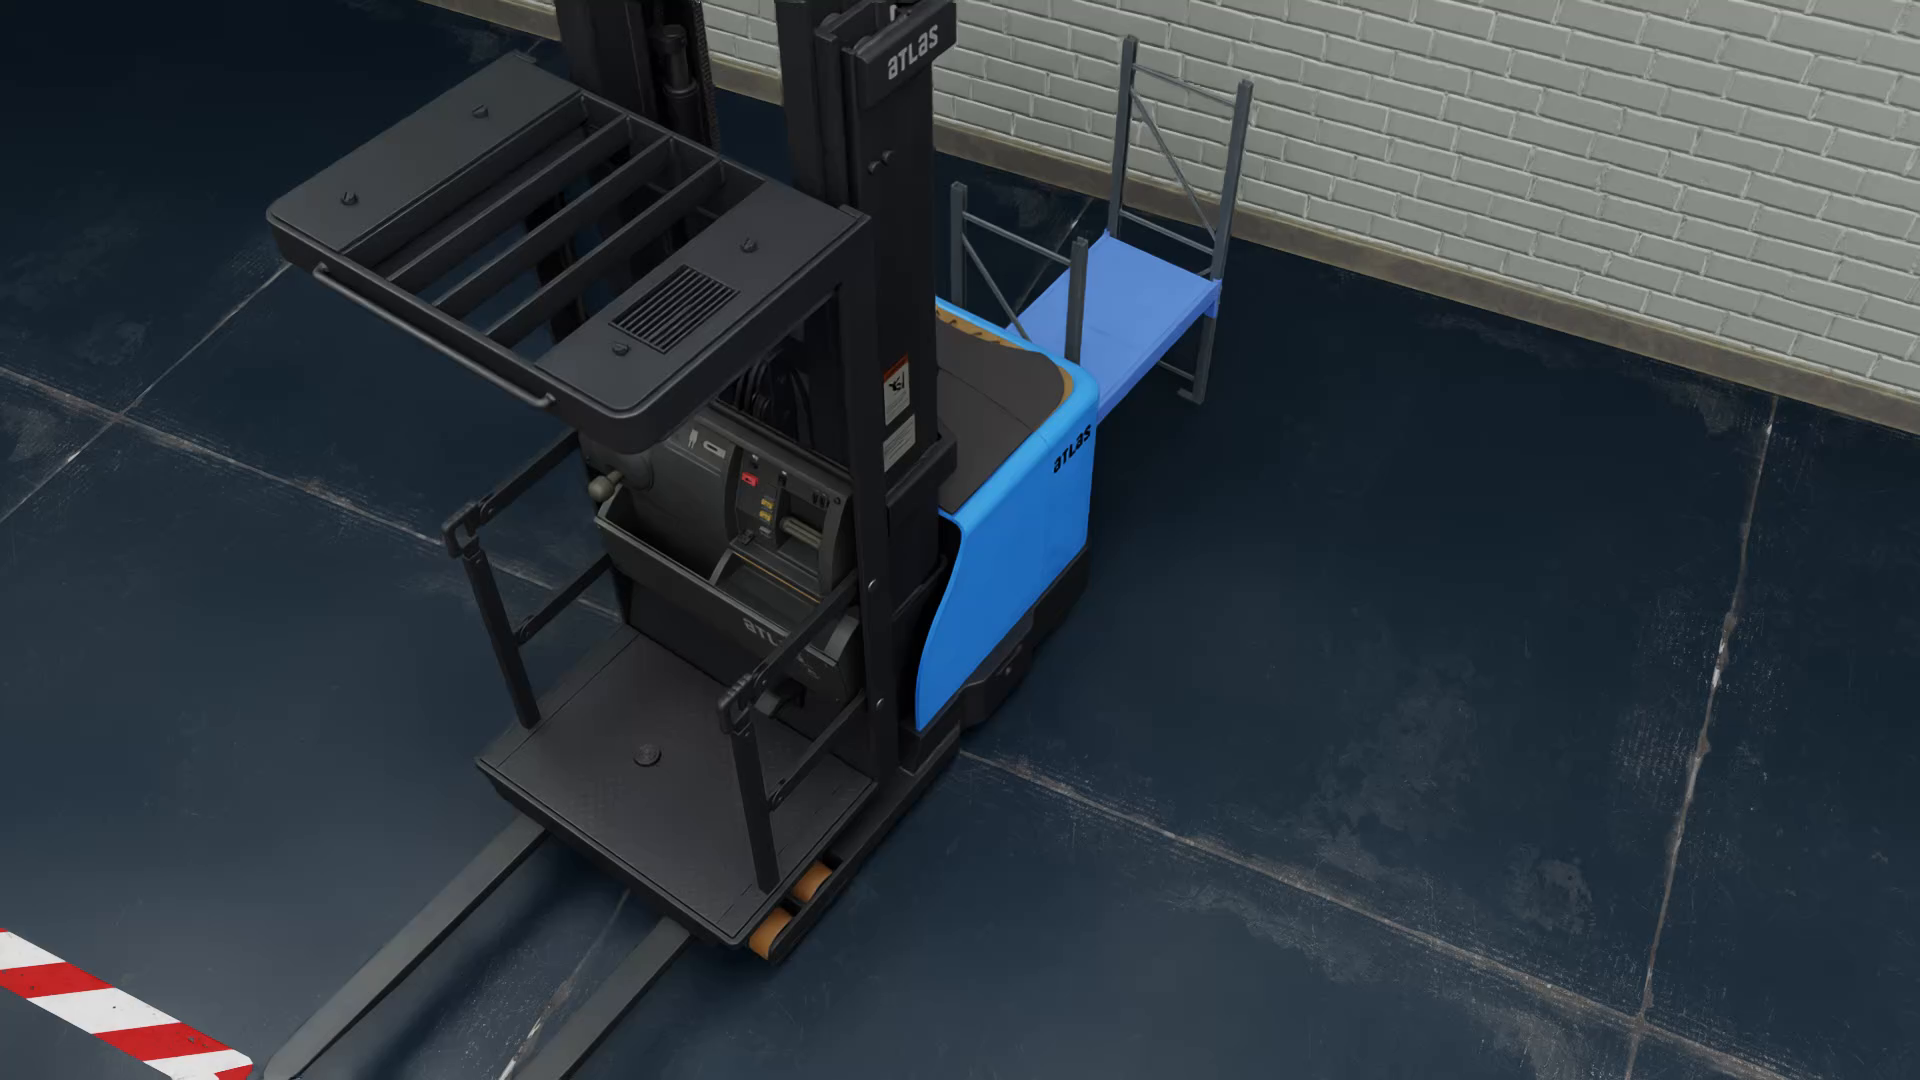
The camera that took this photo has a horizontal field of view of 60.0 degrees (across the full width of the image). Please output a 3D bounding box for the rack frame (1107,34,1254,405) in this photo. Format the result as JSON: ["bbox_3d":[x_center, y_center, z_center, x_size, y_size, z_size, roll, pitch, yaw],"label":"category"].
[{"bbox_3d":[0.777,-1.153,6.246,0.500,1.500,0.032,29,55,22],"label":"rack frame"}]

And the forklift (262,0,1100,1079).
[{"bbox_3d":[-0.808,-0.082,4.395,1.130,2.935,3.031,29,55,22],"label":"forklift"}]

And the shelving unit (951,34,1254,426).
[{"bbox_3d":[0.479,-0.839,5.979,0.538,1.500,1.048,29,55,22],"label":"shelving unit"}]

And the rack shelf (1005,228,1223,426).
[{"bbox_3d":[0.479,-0.722,6.116,0.538,0.185,1.000,29,55,22],"label":"rack shelf"}]

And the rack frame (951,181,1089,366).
[{"bbox_3d":[0.181,-0.525,5.712,0.500,1.500,0.032,29,55,22],"label":"rack frame"}]
